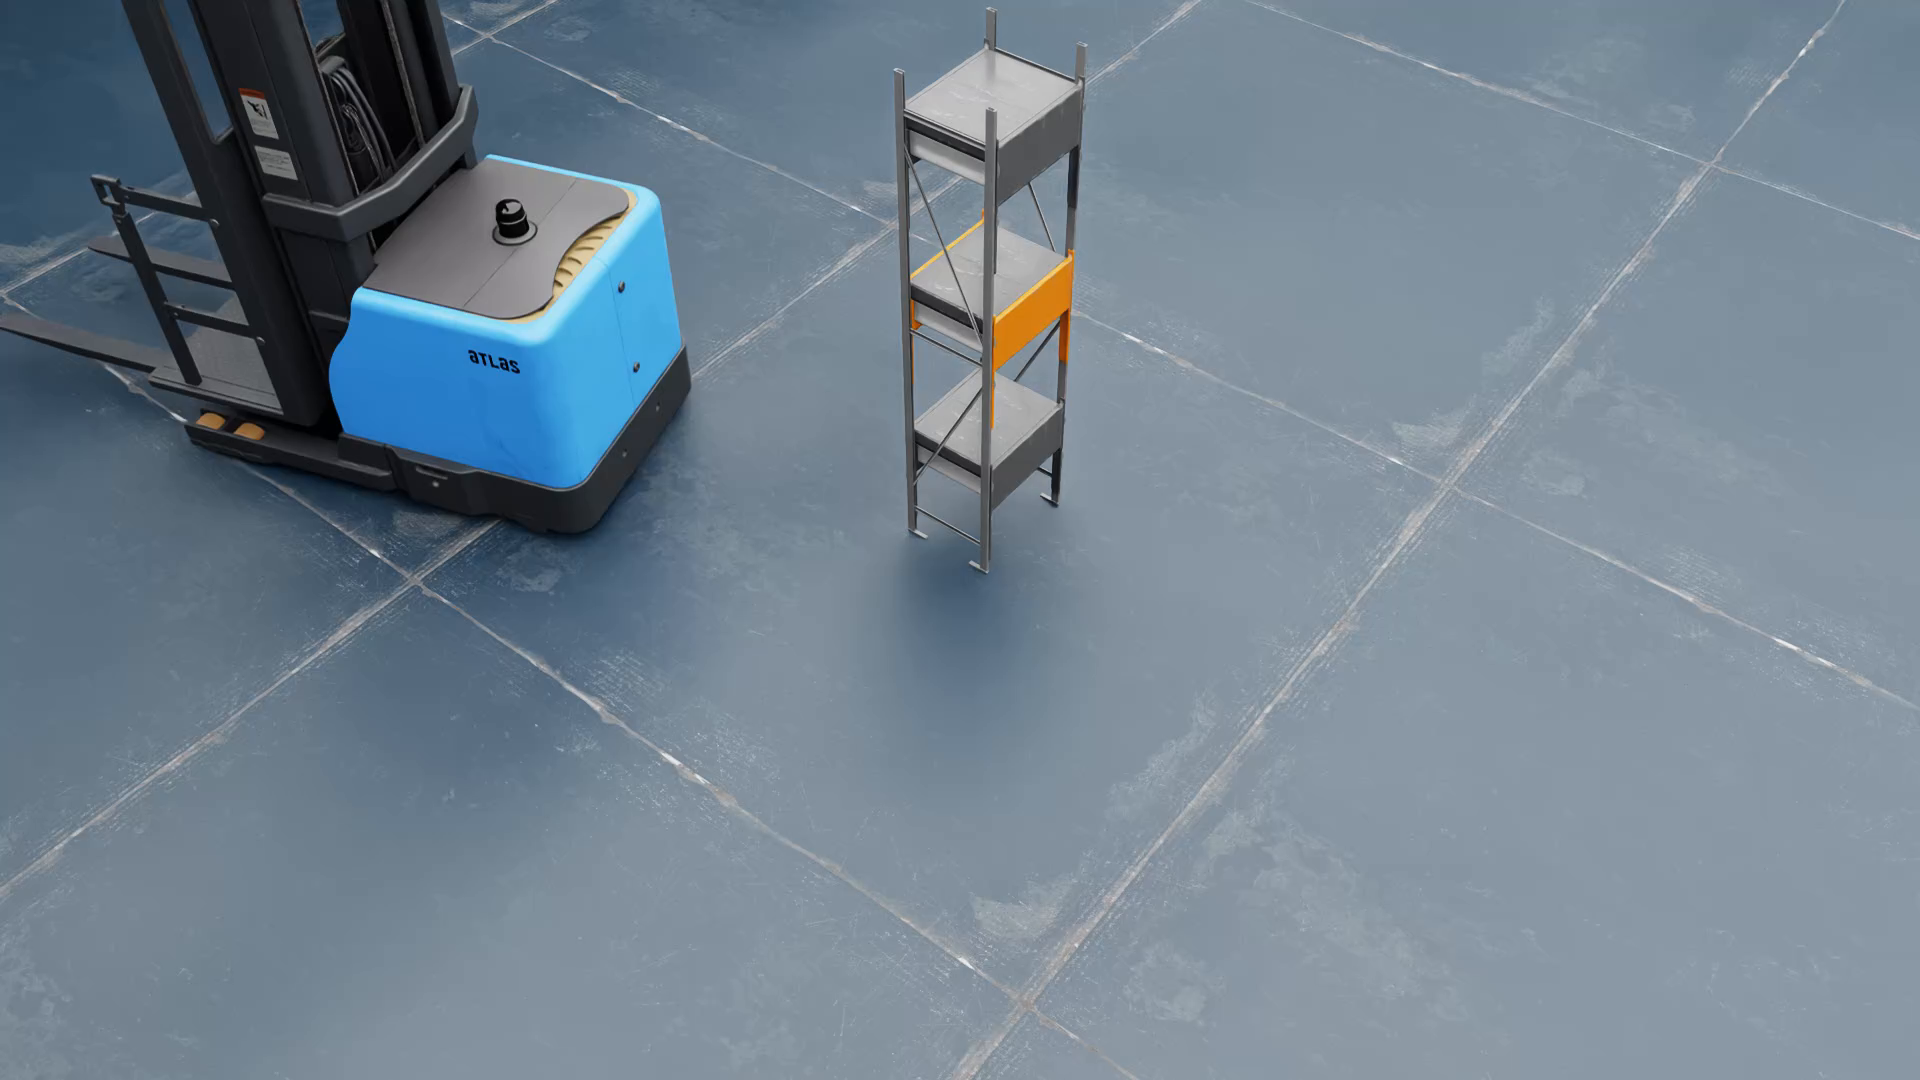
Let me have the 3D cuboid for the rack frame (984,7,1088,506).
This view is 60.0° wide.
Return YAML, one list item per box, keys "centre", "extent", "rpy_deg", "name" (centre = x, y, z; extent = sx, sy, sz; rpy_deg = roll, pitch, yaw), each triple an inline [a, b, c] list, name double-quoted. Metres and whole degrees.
- centre: [0.250, -0.960, 6.215]
  extent: [0.400, 2.100, 0.015]
  rpy_deg: [29, 53, 25]
  name: "rack frame"

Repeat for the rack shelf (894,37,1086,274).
- centre: [0.101, -1.294, 5.585]
  extent: [0.431, 0.518, 0.480]
  rpy_deg: [29, 53, 25]
  name: "rack shelf"

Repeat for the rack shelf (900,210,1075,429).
- centre: [0.101, -0.811, 6.091]
  extent: [0.431, 0.518, 0.480]
  rpy_deg: [29, 53, 25]
  name: "rack shelf"

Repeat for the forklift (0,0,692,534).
- centre: [-2.751, -1.689, 6.336]
  extent: [3.031, 2.935, 1.130]
  rpy_deg: [14, 48, 13]
  name: "forklift"

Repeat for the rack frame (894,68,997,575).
- centre: [-0.048, -0.680, 5.948]
  extent: [0.400, 2.100, 0.015]
  rpy_deg: [29, 53, 25]
  name: "rack frame"

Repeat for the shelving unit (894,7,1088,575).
- centre: [0.101, -0.820, 6.081]
  extent: [0.431, 2.100, 0.503]
  rpy_deg: [29, 53, 25]
  name: "shelving unit"

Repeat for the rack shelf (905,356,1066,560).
- centre: [0.101, -0.327, 6.597]
  extent: [0.431, 0.518, 0.480]
  rpy_deg: [29, 53, 25]
  name: "rack shelf"
